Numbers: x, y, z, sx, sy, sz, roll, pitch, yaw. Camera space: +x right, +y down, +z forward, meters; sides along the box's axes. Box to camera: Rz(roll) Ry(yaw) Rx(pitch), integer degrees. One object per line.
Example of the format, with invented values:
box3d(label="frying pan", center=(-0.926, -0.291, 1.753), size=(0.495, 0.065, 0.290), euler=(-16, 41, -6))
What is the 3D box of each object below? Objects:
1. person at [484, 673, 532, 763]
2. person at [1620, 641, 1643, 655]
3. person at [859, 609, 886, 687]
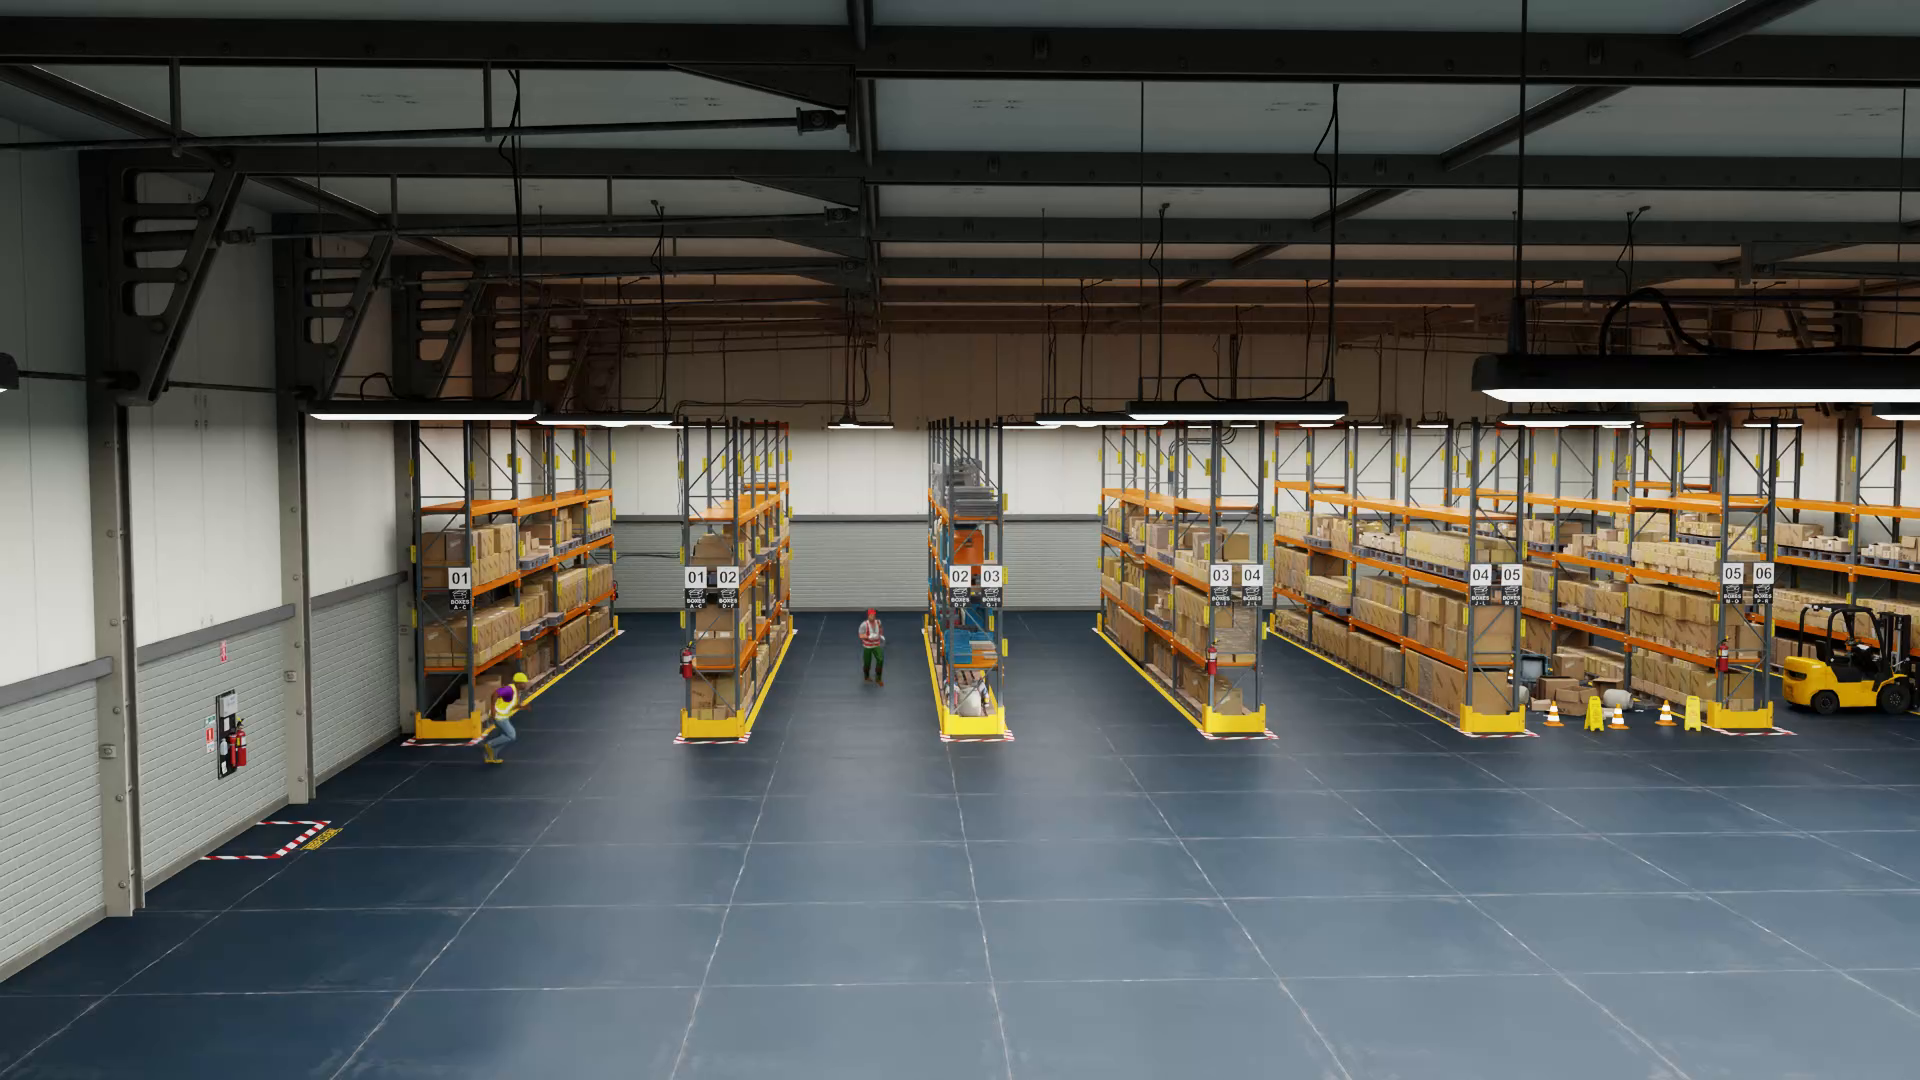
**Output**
box3d(label="person", center=(-7.797, 3.070, 28.561), size=(0.819, 1.577, 0.743), euler=(0, 4, 4))
box3d(label="person", center=(16.917, 2.098, 41.946), size=(0.660, 1.750, 0.926), euler=(-1, 4, -9))
box3d(label="person", center=(-1.985, 2.415, 37.464), size=(0.685, 1.760, 0.918), euler=(-1, 4, -20))
